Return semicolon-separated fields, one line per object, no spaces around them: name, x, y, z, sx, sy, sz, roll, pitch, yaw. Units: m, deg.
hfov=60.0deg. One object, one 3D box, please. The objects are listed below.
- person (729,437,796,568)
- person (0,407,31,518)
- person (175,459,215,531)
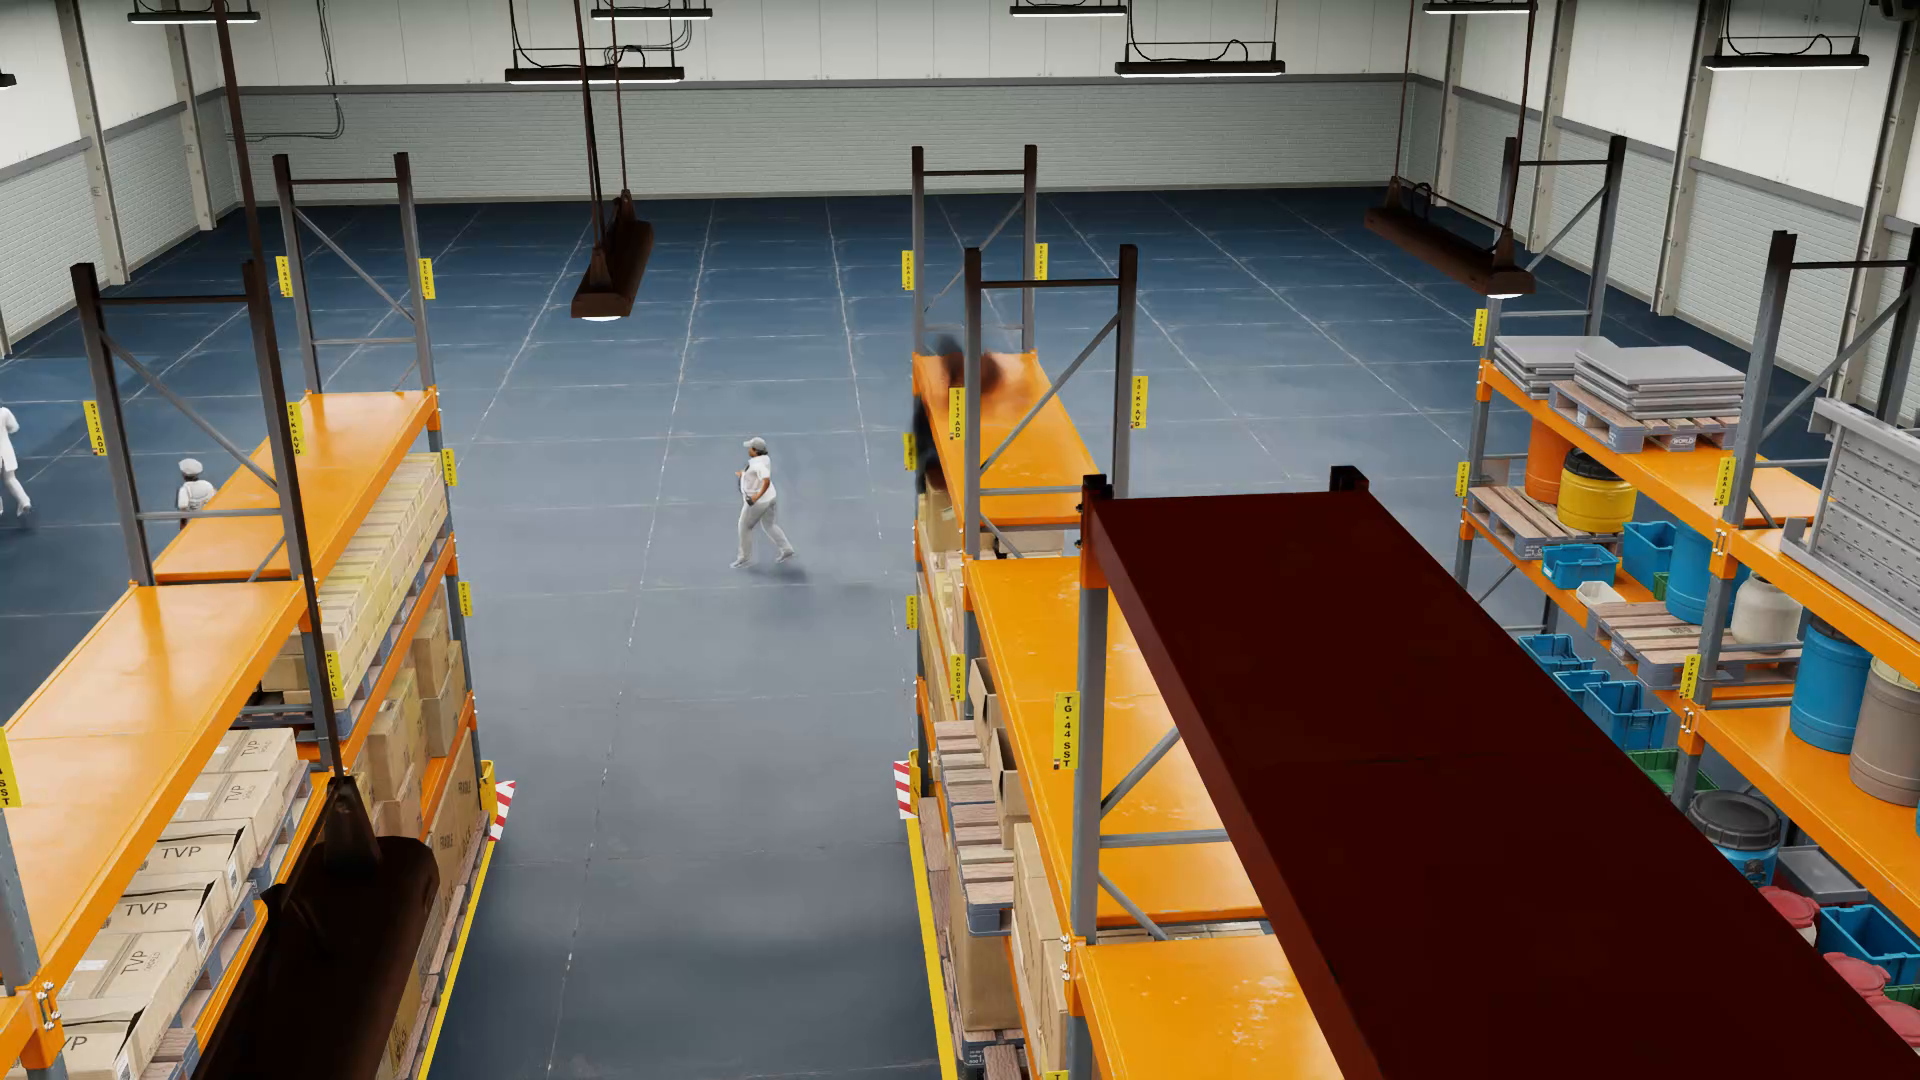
person;-2.451;-0.445;20.488;0.838;1.705;0.598;7;23;17
person;-12.735;-1.115;21.977;1.050;1.777;0.708;15;26;34
person;-9.055;-0.138;19.723;0.660;1.727;0.555;17;27;37
